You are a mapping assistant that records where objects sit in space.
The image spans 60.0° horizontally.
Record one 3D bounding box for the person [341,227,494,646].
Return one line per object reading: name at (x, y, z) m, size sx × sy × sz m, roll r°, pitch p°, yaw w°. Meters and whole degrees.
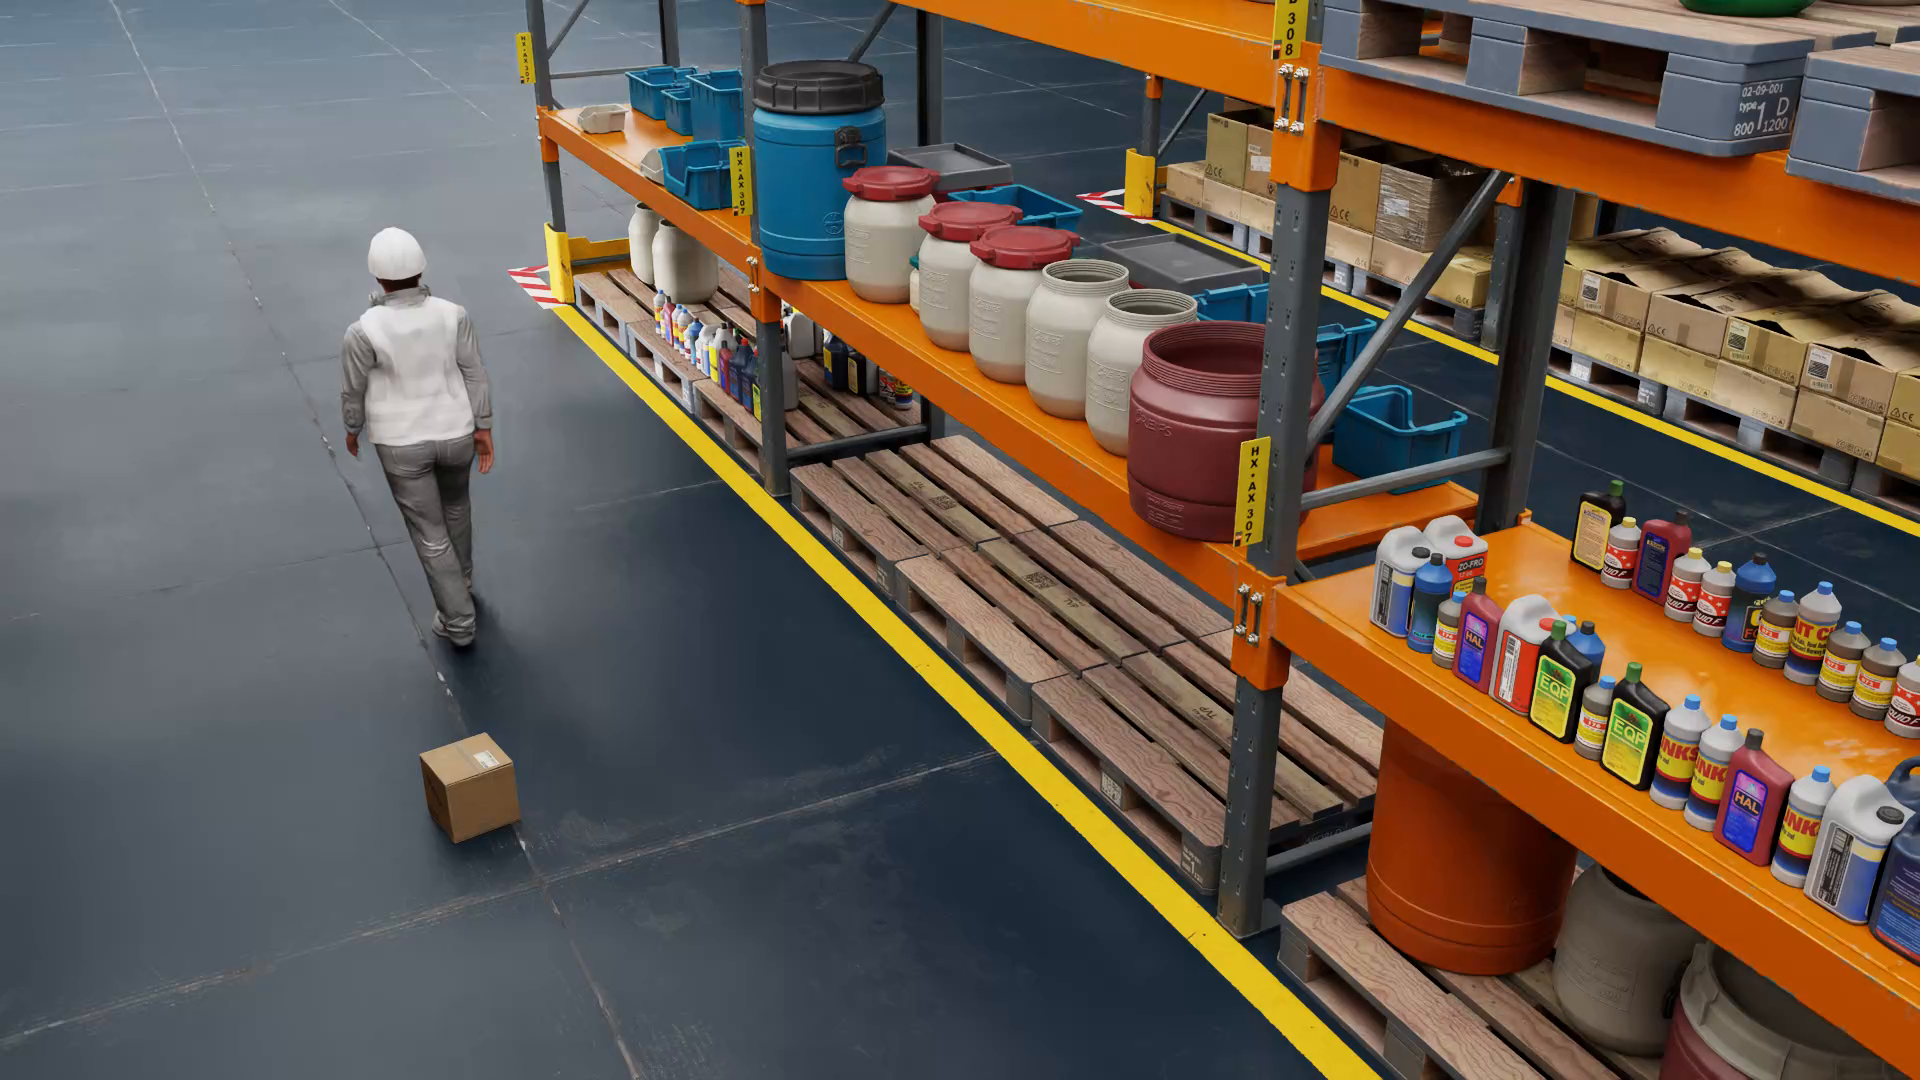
person at (-2.286, -0.428, 7.025) m, size 0.559 × 1.822 × 0.778 m, roll -18°, pitch 31°, yaw -33°
